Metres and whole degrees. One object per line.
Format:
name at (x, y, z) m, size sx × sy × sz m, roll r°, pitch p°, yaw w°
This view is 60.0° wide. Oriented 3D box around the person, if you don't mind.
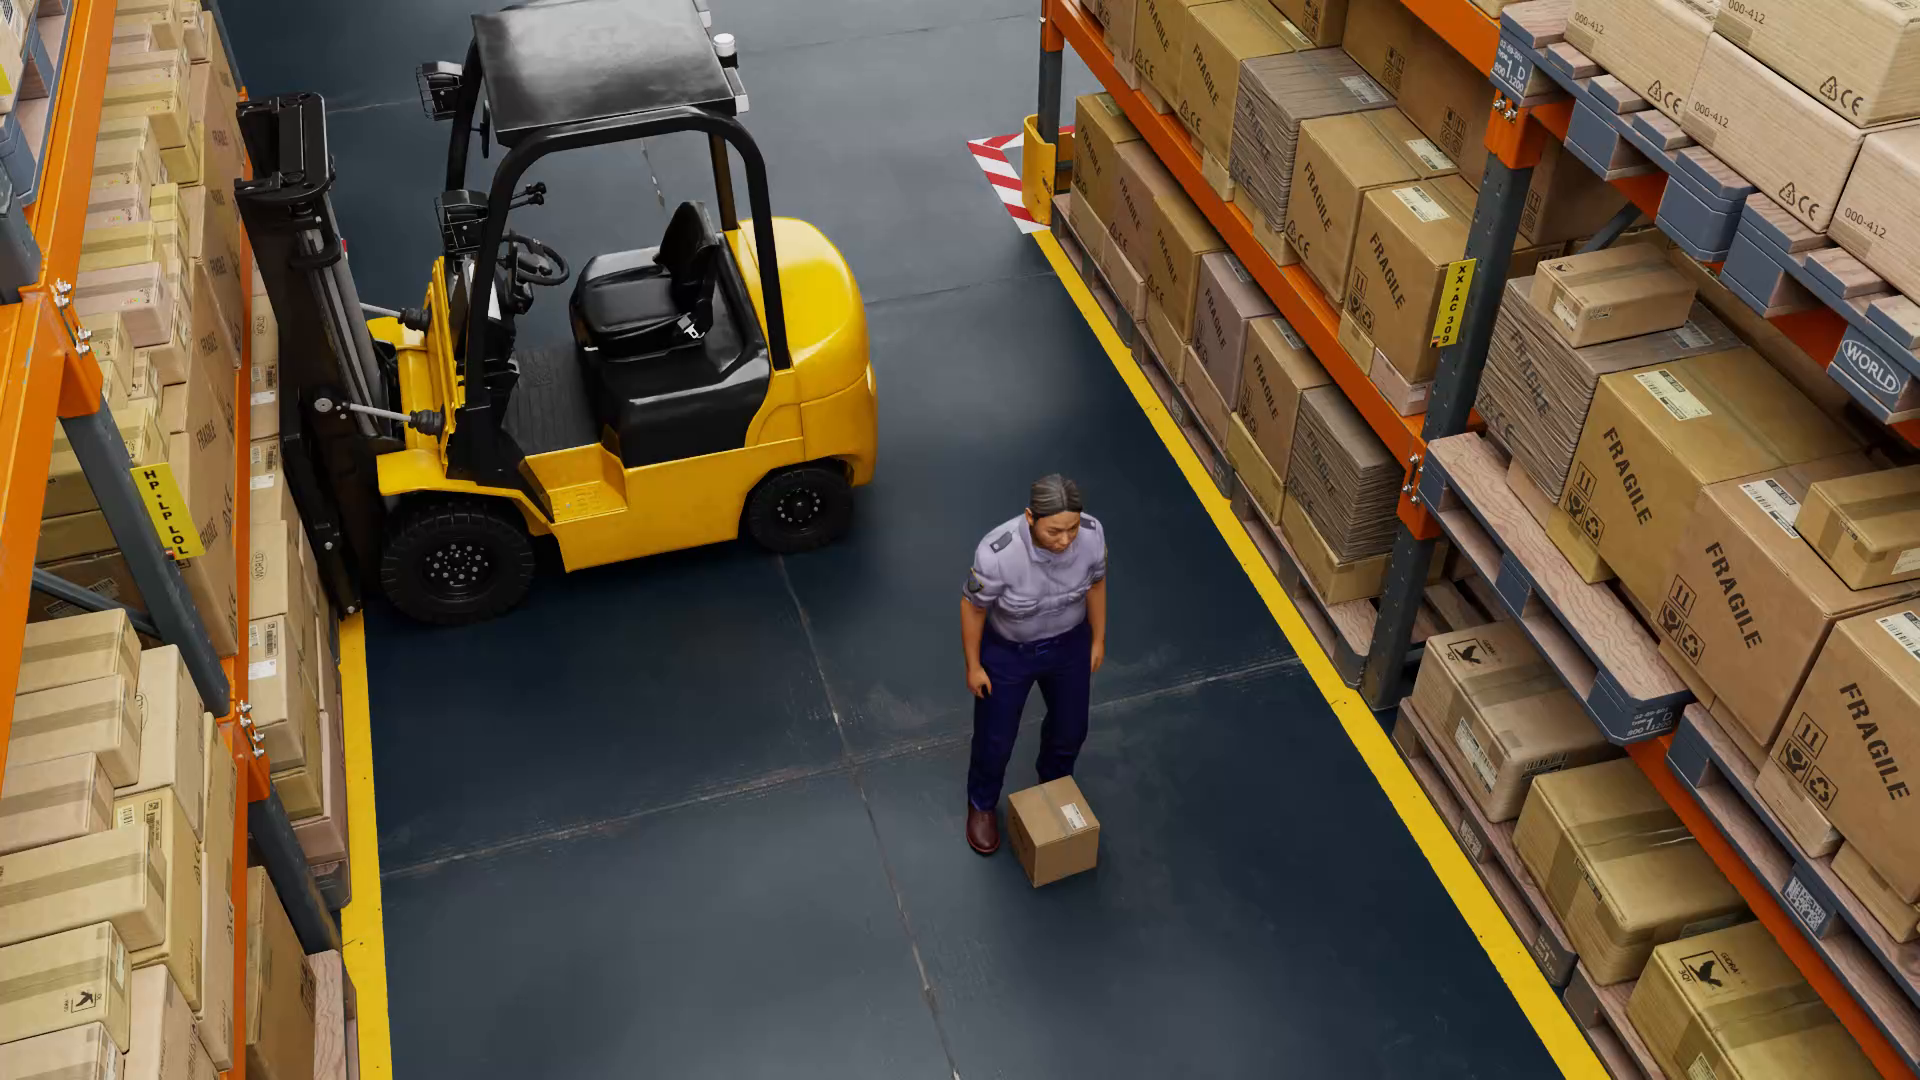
person at (0.252, 0.389, 5.742) m, size 0.537 × 1.651 × 0.371 m, roll -13°, pitch 44°, yaw -13°
